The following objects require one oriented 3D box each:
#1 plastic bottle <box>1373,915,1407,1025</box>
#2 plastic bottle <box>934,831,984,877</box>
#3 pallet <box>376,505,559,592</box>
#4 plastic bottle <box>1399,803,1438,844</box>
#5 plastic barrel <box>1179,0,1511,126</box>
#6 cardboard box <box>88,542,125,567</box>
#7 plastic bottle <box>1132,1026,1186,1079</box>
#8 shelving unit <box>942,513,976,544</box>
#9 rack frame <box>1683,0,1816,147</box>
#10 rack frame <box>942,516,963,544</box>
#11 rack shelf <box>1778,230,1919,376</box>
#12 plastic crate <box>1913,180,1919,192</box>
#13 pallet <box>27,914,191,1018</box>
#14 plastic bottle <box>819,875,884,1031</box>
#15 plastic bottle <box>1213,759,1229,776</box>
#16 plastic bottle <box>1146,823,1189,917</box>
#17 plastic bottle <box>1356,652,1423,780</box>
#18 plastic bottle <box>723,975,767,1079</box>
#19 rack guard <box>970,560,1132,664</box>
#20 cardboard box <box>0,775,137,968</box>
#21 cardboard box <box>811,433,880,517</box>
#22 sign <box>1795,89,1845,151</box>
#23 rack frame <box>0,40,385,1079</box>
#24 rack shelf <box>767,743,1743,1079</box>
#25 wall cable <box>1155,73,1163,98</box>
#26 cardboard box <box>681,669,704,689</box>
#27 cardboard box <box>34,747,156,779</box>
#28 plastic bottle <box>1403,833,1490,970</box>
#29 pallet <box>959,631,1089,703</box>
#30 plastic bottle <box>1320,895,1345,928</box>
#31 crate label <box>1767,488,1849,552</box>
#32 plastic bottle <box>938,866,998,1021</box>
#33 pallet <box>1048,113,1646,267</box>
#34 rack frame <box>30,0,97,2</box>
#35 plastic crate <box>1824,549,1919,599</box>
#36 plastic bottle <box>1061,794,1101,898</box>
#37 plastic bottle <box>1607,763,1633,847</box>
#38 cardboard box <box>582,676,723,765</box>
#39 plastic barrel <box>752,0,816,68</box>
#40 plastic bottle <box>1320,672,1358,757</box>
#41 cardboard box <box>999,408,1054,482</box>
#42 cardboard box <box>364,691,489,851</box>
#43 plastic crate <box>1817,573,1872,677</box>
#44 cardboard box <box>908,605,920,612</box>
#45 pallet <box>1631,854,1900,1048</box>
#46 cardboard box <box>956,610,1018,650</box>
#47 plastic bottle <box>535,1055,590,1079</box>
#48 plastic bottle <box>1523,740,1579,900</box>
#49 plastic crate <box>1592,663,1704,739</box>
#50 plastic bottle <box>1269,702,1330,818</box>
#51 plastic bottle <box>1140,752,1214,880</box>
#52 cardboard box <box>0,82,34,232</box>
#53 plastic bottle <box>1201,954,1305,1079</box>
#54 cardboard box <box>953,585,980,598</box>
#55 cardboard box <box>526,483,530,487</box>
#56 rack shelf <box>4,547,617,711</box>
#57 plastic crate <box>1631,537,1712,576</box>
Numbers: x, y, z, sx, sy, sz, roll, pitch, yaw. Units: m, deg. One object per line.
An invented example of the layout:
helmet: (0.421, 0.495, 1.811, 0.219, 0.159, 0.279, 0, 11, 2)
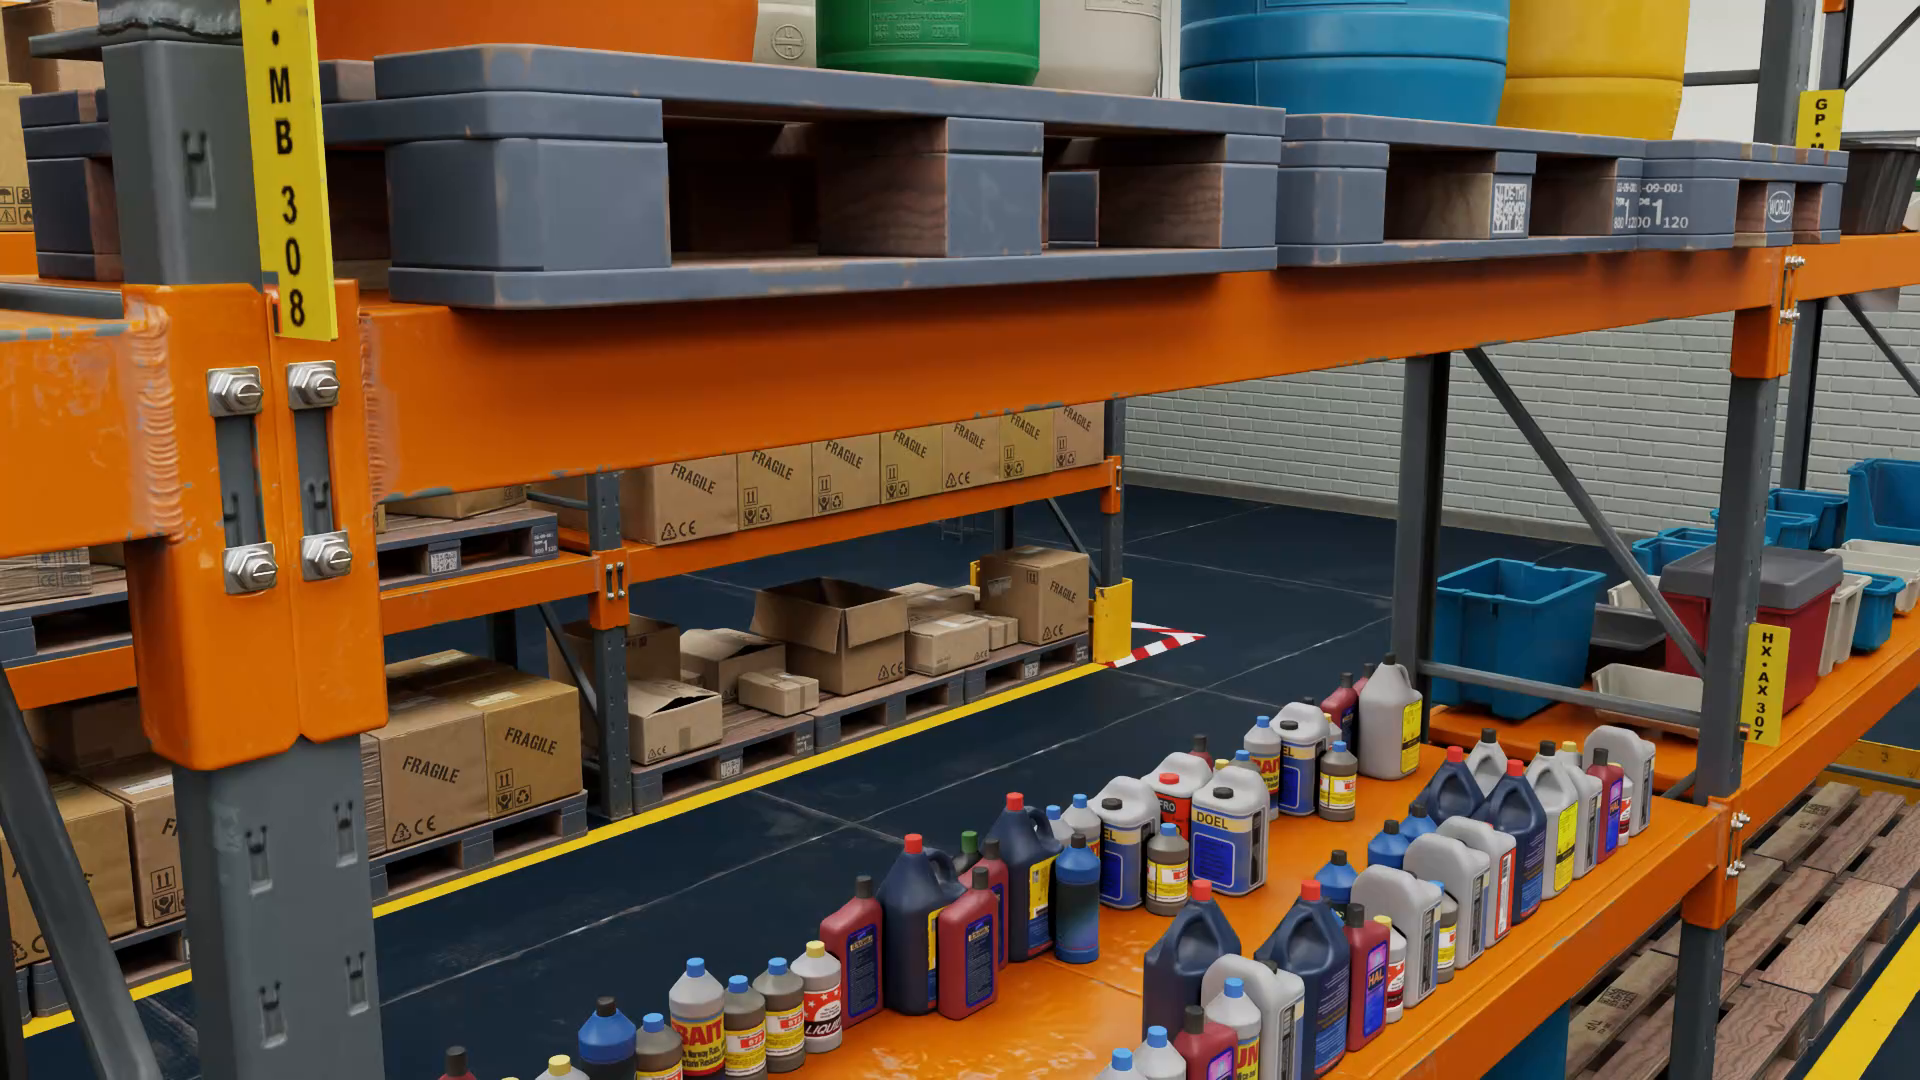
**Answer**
plastic bottle: (0.836, 0.849, 3.310, 0.097, 0.201, 0.097, 0, 11, 0)
plastic bottle: (-0.004, 0.765, 3.520, 0.061, 0.283, 0.133, 10, 15, 40)
pallet: (-2.602, 0.006, 7.514, 1.003, 0.211, 1.213, 10, 15, 40)
plastic bottle: (1.028, 0.727, 3.744, 0.097, 0.271, 0.097, 0, 11, 0)
plastic barrel: (0.714, -1.203, 3.064, 0.600, 0.901, 0.708, 10, 15, 40)
cardboard box: (-3.113, -0.179, 6.621, 0.700, 0.500, 0.500, 6, 13, 26)
plastic bottle: (0.321, 0.929, 2.728, 0.097, 0.271, 0.097, 0, 11, 0)
shelving unit: (-0.010, -0.586, 14.583, 0.258, 1.200, 0.189, 10, 15, 40)
rack frame: (1.726, -2.493, 4.217, 1.000, 3.000, 0.127, 10, 15, 40)
rack frame: (-0.070, -0.573, 14.516, 0.240, 1.200, 0.006, 10, 15, 40)
rack shelf: (3.046, -0.963, 6.054, 1.077, 0.370, 4.000, 10, 15, 40)
plastic crate: (3.929, -1.324, 6.566, 0.450, 0.188, 0.336, 10, 15, 40)
pallet: (-3.306, 1.481, 6.760, 1.003, 0.211, 1.213, 10, 15, 40)
plastic bottle: (-0.214, 0.812, 3.285, 0.061, 0.283, 0.133, 10, 15, 40)
plastic bottle: (0.667, 0.661, 4.249, 0.097, 0.201, 0.097, 0, 11, 0)
plastic bottle: (0.476, 0.749, 3.809, 0.097, 0.201, 0.097, 0, 11, 0)
plastic bottle: (1.223, 0.489, 4.730, 0.144, 0.351, 0.185, 10, 15, 40)
plastic bottle: (-0.405, 0.900, 3.053, 0.097, 0.201, 0.097, 0, 11, 0)
rack guard: (0.598, 0.457, 11.149, 1.175, 0.500, 0.348, 10, 15, 40)
cardboard box: (-3.442, 1.226, 6.174, 0.500, 0.500, 0.500, 10, 15, 40)
cardboard box: (-0.784, -0.430, 8.949, 0.500, 0.500, 0.500, 10, 15, 40)
sign: (2.138, -0.955, 4.152, 0.100, 0.325, 0.005, 10, 15, 40)
rack frame: (-0.915, 1.038, 1.858, 1.000, 3.000, 0.127, 10, 15, 40)
rack shelf: (0.405, 1.096, 3.401, 1.077, 0.370, 4.000, 10, 15, 40)
wall cable: (0.926, -3.625, 17.815, 3.097, 2.526, 0.112, 10, 15, 40)
cardboard box: (-1.627, 0.807, 9.168, 0.380, 0.149, 0.250, 10, 15, 40)
cardboard box: (-3.508, 1.085, 6.881, 0.500, 0.500, 0.500, 9, 14, 38)
plastic bottle: (1.045, 0.757, 3.577, 0.152, 0.276, 0.135, 10, 15, 40)
pallet: (0.072, 0.716, 10.589, 1.003, 0.211, 1.213, 10, 15, 40)
plastic bottle: (0.703, 0.826, 3.245, 0.097, 0.271, 0.097, 0, 11, 0)
crate label: (3.956, -0.093, 7.792, 0.416, 0.233, 0.303, 10, 15, 40)
plastic bottle: (0.017, 0.803, 3.328, 0.061, 0.283, 0.133, 10, 15, 40)
pallet: (0.535, -0.634, 3.051, 1.003, 0.211, 1.213, 10, 15, 40)
rack frame: (-5.716, -3.774, 10.630, 1.000, 3.000, 0.127, 10, 15, 40)
plastic crate: (3.762, 0.145, 6.849, 0.396, 0.136, 0.243, 10, 15, 40)
plastic bottle: (0.272, 0.715, 3.802, 0.097, 0.271, 0.097, 0, 11, 0)
plastic bottle: (1.652, 0.667, 4.221, 0.097, 0.201, 0.097, 0, 11, 0)
cardboard box: (-1.553, 0.877, 8.403, 0.500, 0.311, 0.500, 10, 15, 40)
plastic barrel: (-0.317, -0.748, 2.421, 0.301, 0.262, 0.301, 0, 11, 0)
plastic bottle: (1.075, 0.525, 4.723, 0.061, 0.283, 0.133, 10, 15, 40)
cardboard box: (0.217, -0.652, 10.060, 0.500, 0.500, 0.500, 10, 15, 41)
cardboard box: (-2.436, 0.999, 7.307, 0.500, 0.500, 0.500, 10, 15, 41)
plastic crate: (2.872, 0.277, 5.815, 0.437, 0.282, 0.530, 10, 15, 40)
cardboard box: (-0.584, 0.543, 10.233, 0.500, 0.250, 0.500, 10, 15, 40)
pallet: (2.987, 1.523, 6.547, 1.003, 0.211, 1.213, 10, 15, 40)
cardboard box: (0.139, 0.553, 10.394, 0.380, 0.166, 0.250, 10, 15, 40)
plastic bottle: (-0.662, 0.957, 2.766, 0.097, 0.201, 0.097, 0, 11, 0)
plastic bottle: (1.365, 0.651, 3.920, 0.144, 0.351, 0.185, 10, 15, 40)
plastic crate: (2.140, 0.499, 5.074, 0.396, 0.136, 0.243, 10, 15, 40)
plastic bottle: (0.892, 0.583, 4.452, 0.152, 0.276, 0.135, 10, 15, 40)
plastic bottle: (0.523, 0.665, 4.040, 0.152, 0.276, 0.135, 10, 15, 40)
cardboard box: (-3.691, -1.343, 5.865, 0.910, 0.500, 0.500, 10, 15, 40)
plastic bottle: (0.529, 0.873, 3.001, 0.152, 0.276, 0.135, 10, 15, 40)
cardboard box: (0.113, 0.419, 11.110, 0.380, 0.149, 0.250, 10, 15, 40)
cardboard box: (-3.579, -0.522, 13.322, 0.380, 0.149, 0.250, 10, 15, 42)
rack shelf: (-3.313, 0.455, 6.611, 1.077, 0.370, 4.000, 10, 15, 40)
plastic crate: (2.889, 0.145, 6.601, 0.416, 0.233, 0.300, 10, 15, 40)
